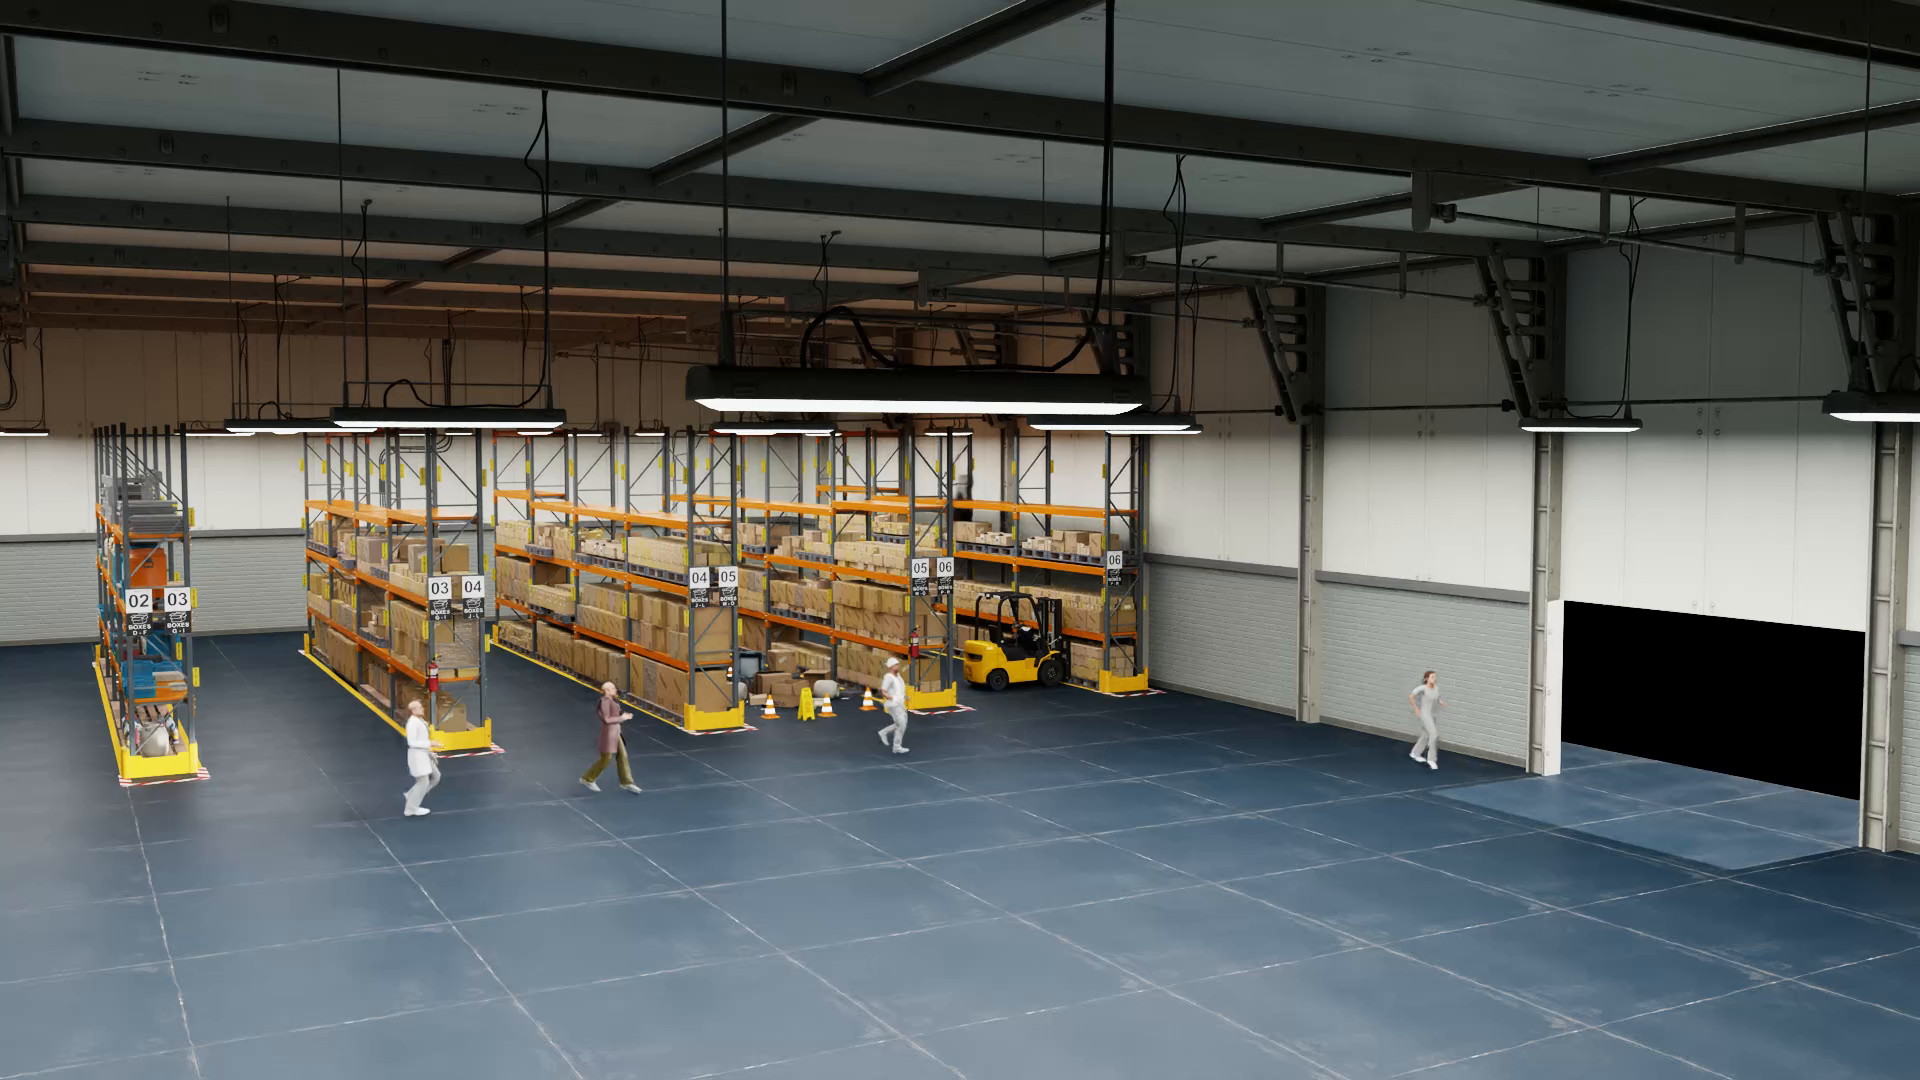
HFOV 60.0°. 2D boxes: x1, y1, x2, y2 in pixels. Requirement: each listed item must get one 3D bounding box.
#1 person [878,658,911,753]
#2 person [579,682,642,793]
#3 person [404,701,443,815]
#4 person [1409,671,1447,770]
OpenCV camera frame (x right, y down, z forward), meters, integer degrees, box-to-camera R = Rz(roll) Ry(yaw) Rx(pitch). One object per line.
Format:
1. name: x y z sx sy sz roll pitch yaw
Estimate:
1. person: -1.230 3.015 30.371 0.634 1.734 0.682 1 4 18
2. person: -5.645 3.187 26.782 0.985 1.808 0.701 0 3 1
3. person: -8.157 3.309 25.296 0.634 1.733 0.698 0 3 -6
4. person: 8.191 3.134 29.101 0.553 1.723 0.764 -2 4 -34
